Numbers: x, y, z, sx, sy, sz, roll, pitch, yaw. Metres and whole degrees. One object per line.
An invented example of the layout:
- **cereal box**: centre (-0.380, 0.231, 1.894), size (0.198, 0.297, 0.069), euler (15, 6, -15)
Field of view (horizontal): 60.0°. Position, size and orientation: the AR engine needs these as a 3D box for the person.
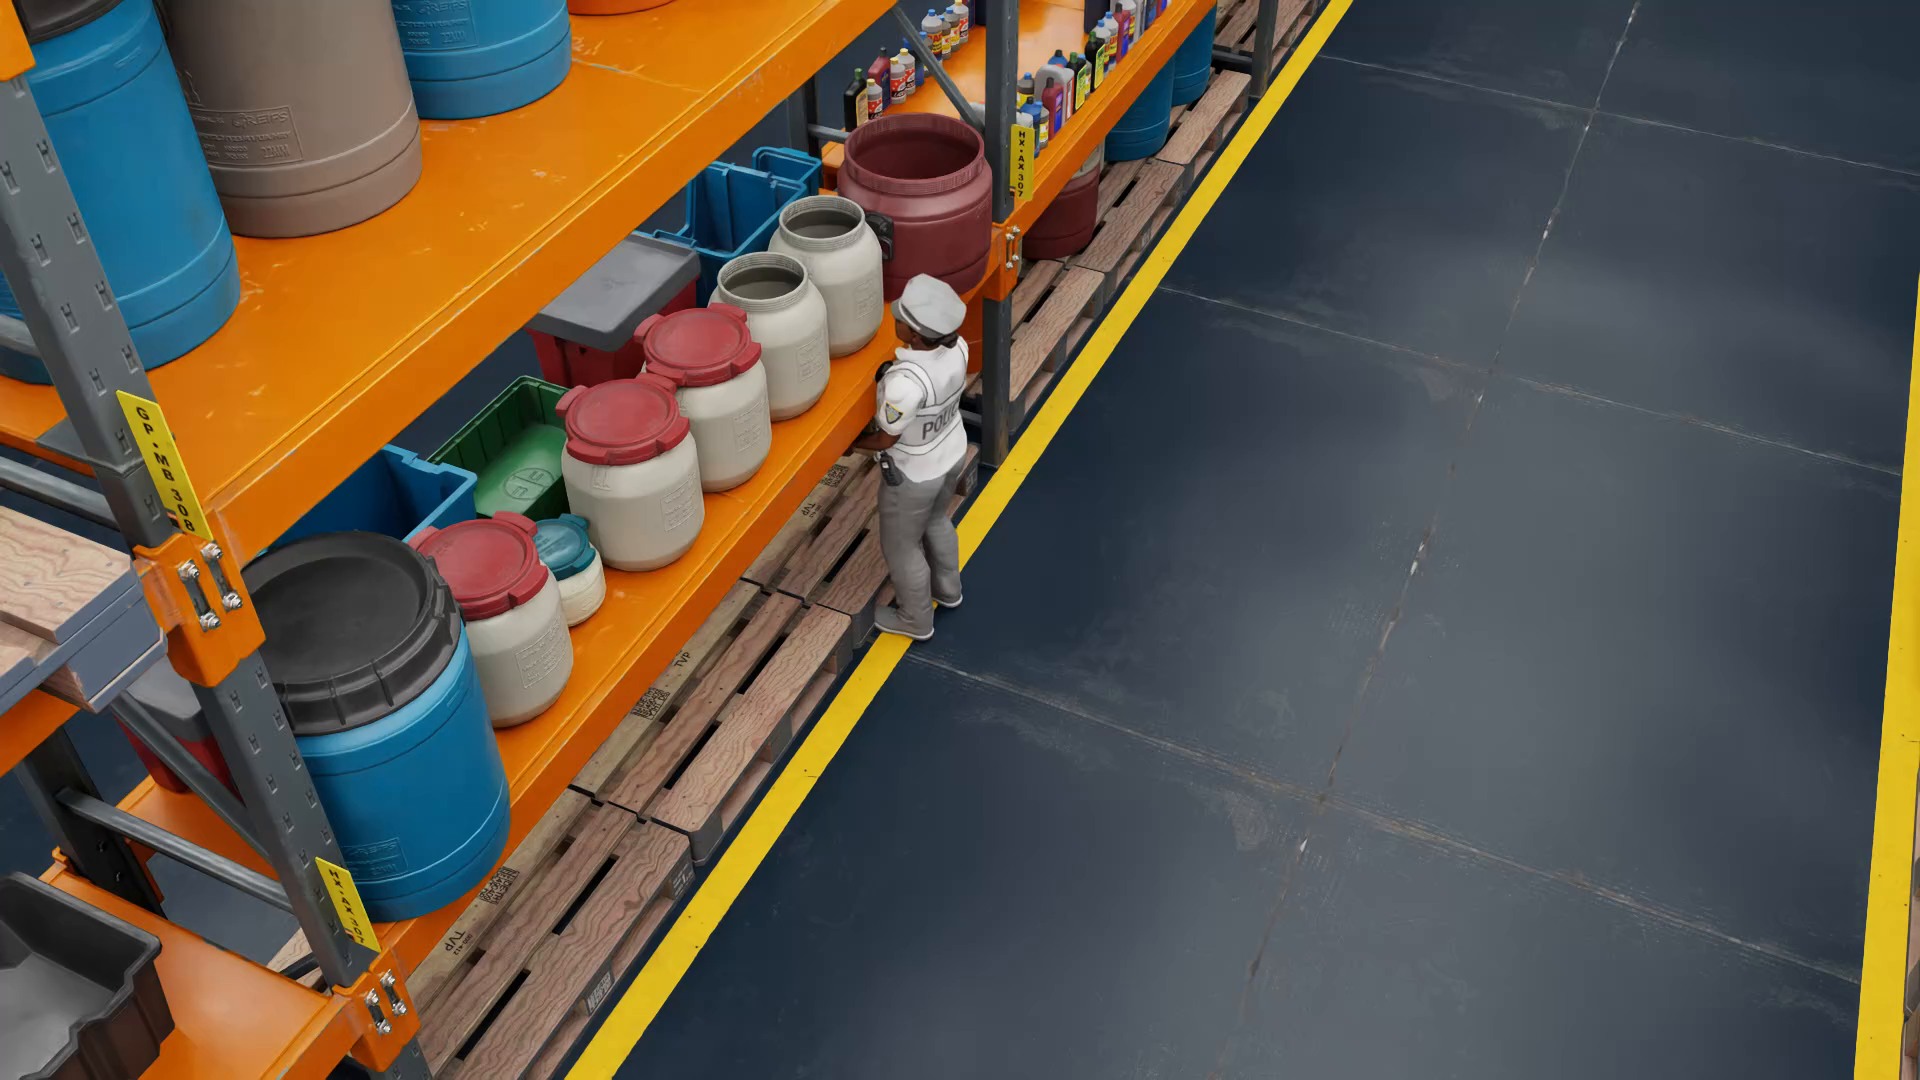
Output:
- **person**: centre (-0.223, -0.334, 6.505), size (0.532, 1.690, 0.450), euler (21, 46, 22)
